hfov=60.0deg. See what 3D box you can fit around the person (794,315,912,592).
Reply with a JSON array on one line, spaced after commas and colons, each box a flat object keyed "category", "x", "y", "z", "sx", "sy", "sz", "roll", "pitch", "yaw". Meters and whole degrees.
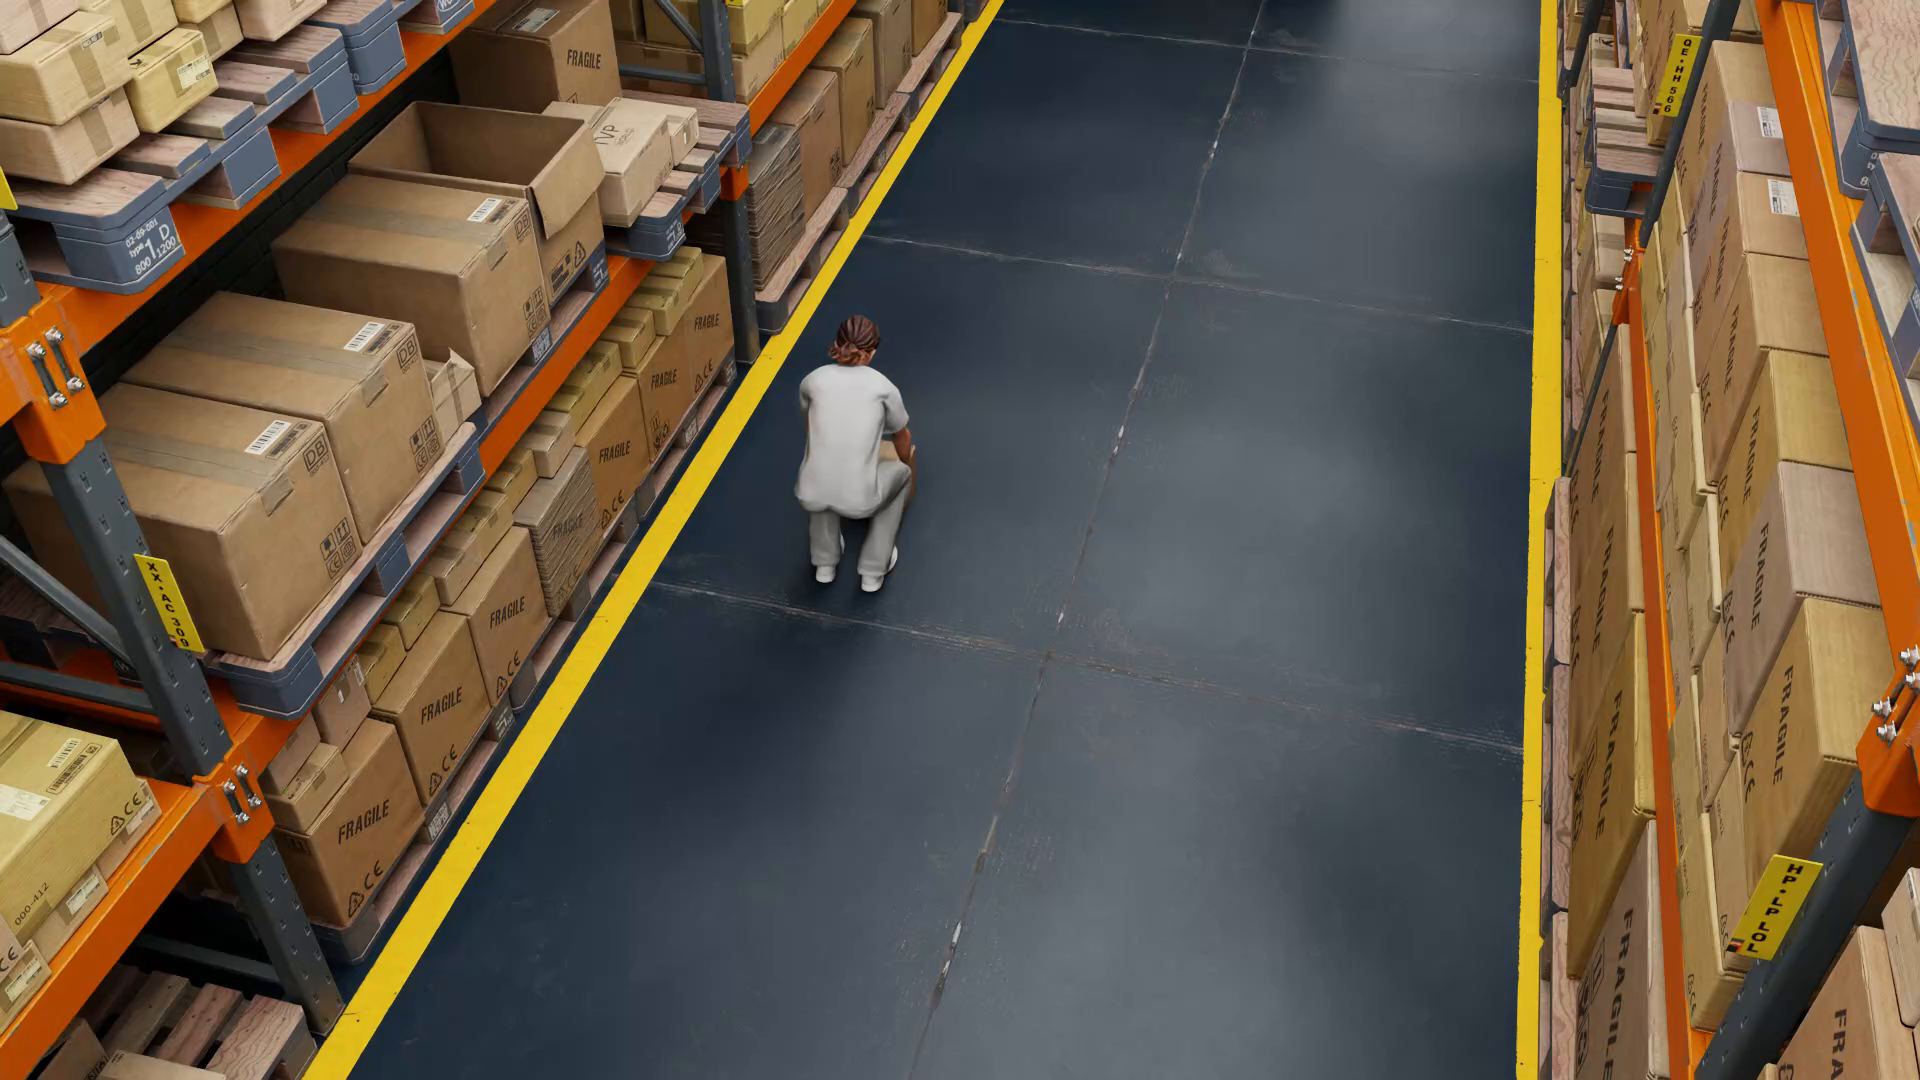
[{"category": "person", "x": -0.472, "y": -0.342, "z": 7.029, "sx": 0.493, "sy": 1.048, "sz": 0.771, "roll": 9, "pitch": 42, "yaw": 11}]
